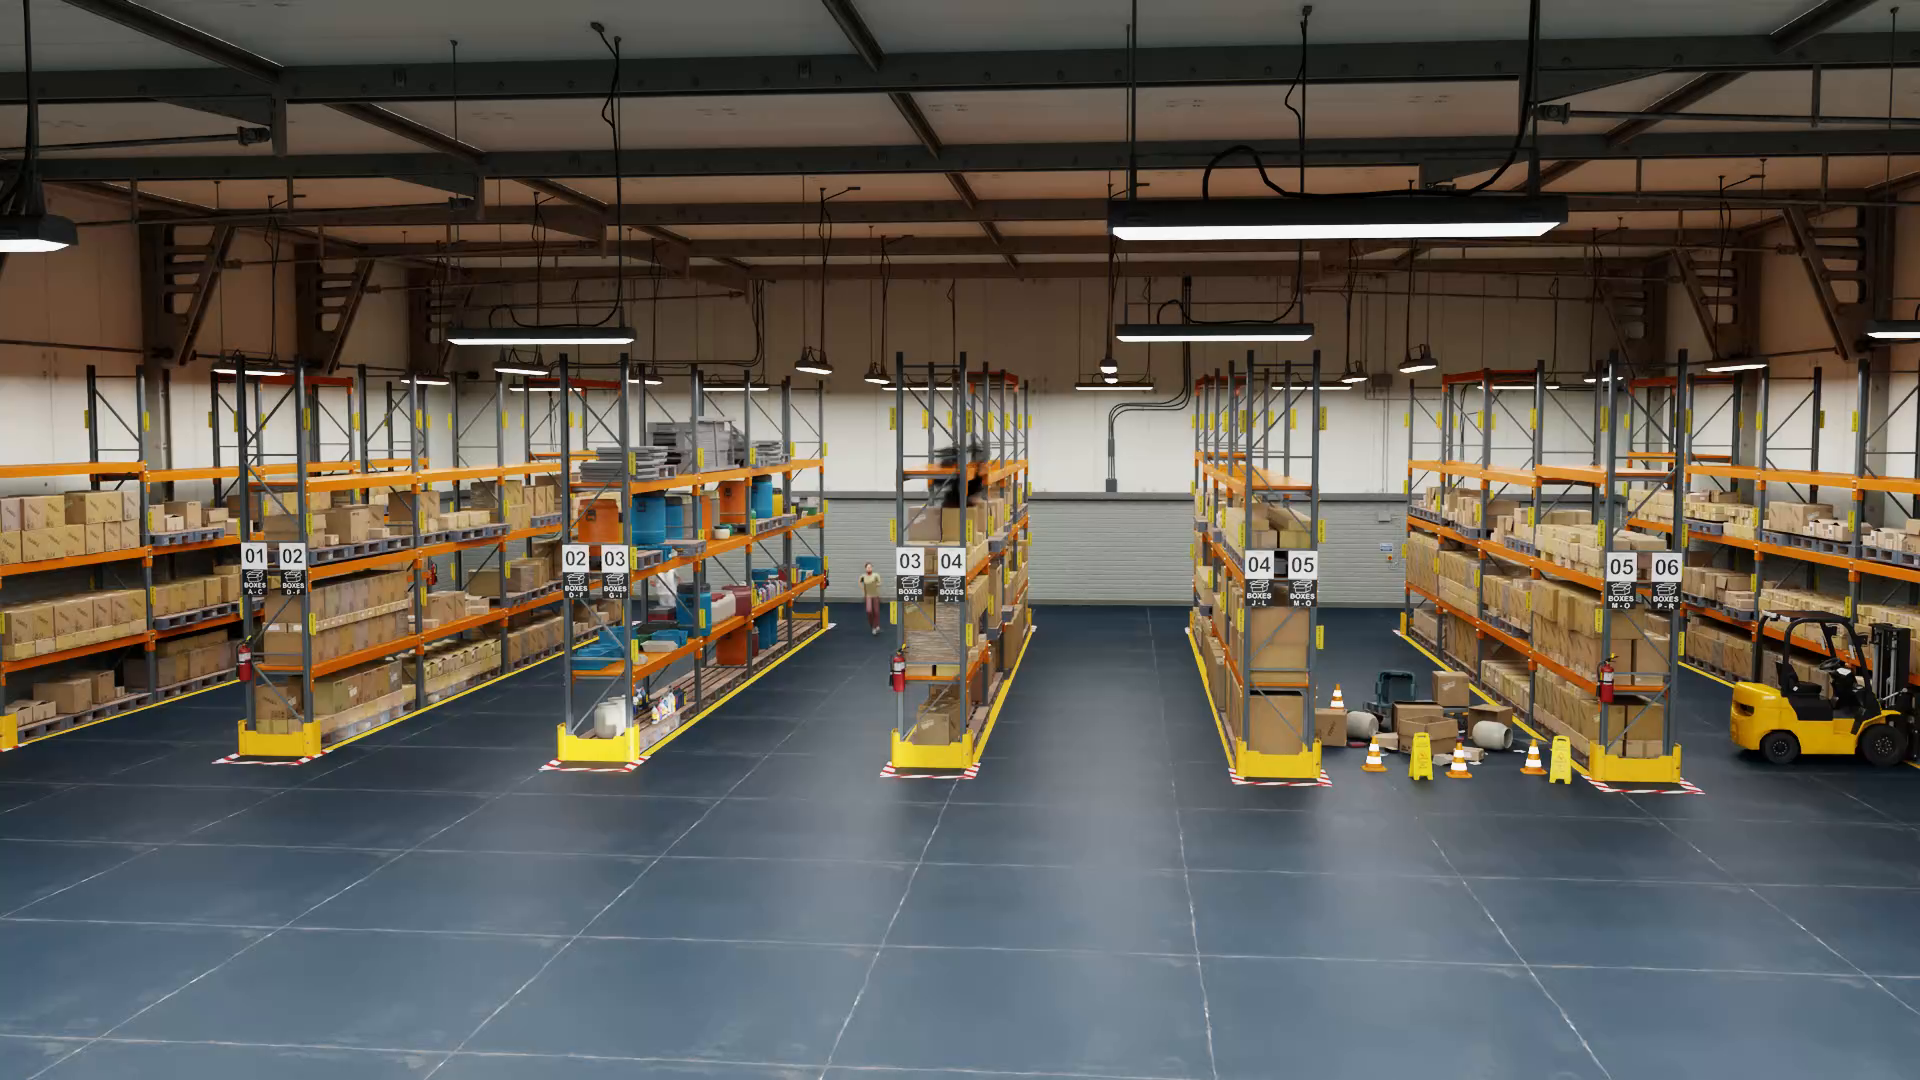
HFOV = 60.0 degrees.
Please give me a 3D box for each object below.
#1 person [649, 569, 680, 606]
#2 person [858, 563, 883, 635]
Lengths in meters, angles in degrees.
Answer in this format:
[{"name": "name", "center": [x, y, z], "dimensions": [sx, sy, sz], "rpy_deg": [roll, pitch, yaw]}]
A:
[{"name": "person", "center": [-6.974, 1.333, 39.299], "dimensions": [0.719, 1.857, 0.723], "rpy_deg": [-1, 4, -10]}, {"name": "person", "center": [-2.112, 1.387, 39.342], "dimensions": [0.579, 1.718, 0.706], "rpy_deg": [0, 4, -6]}]
